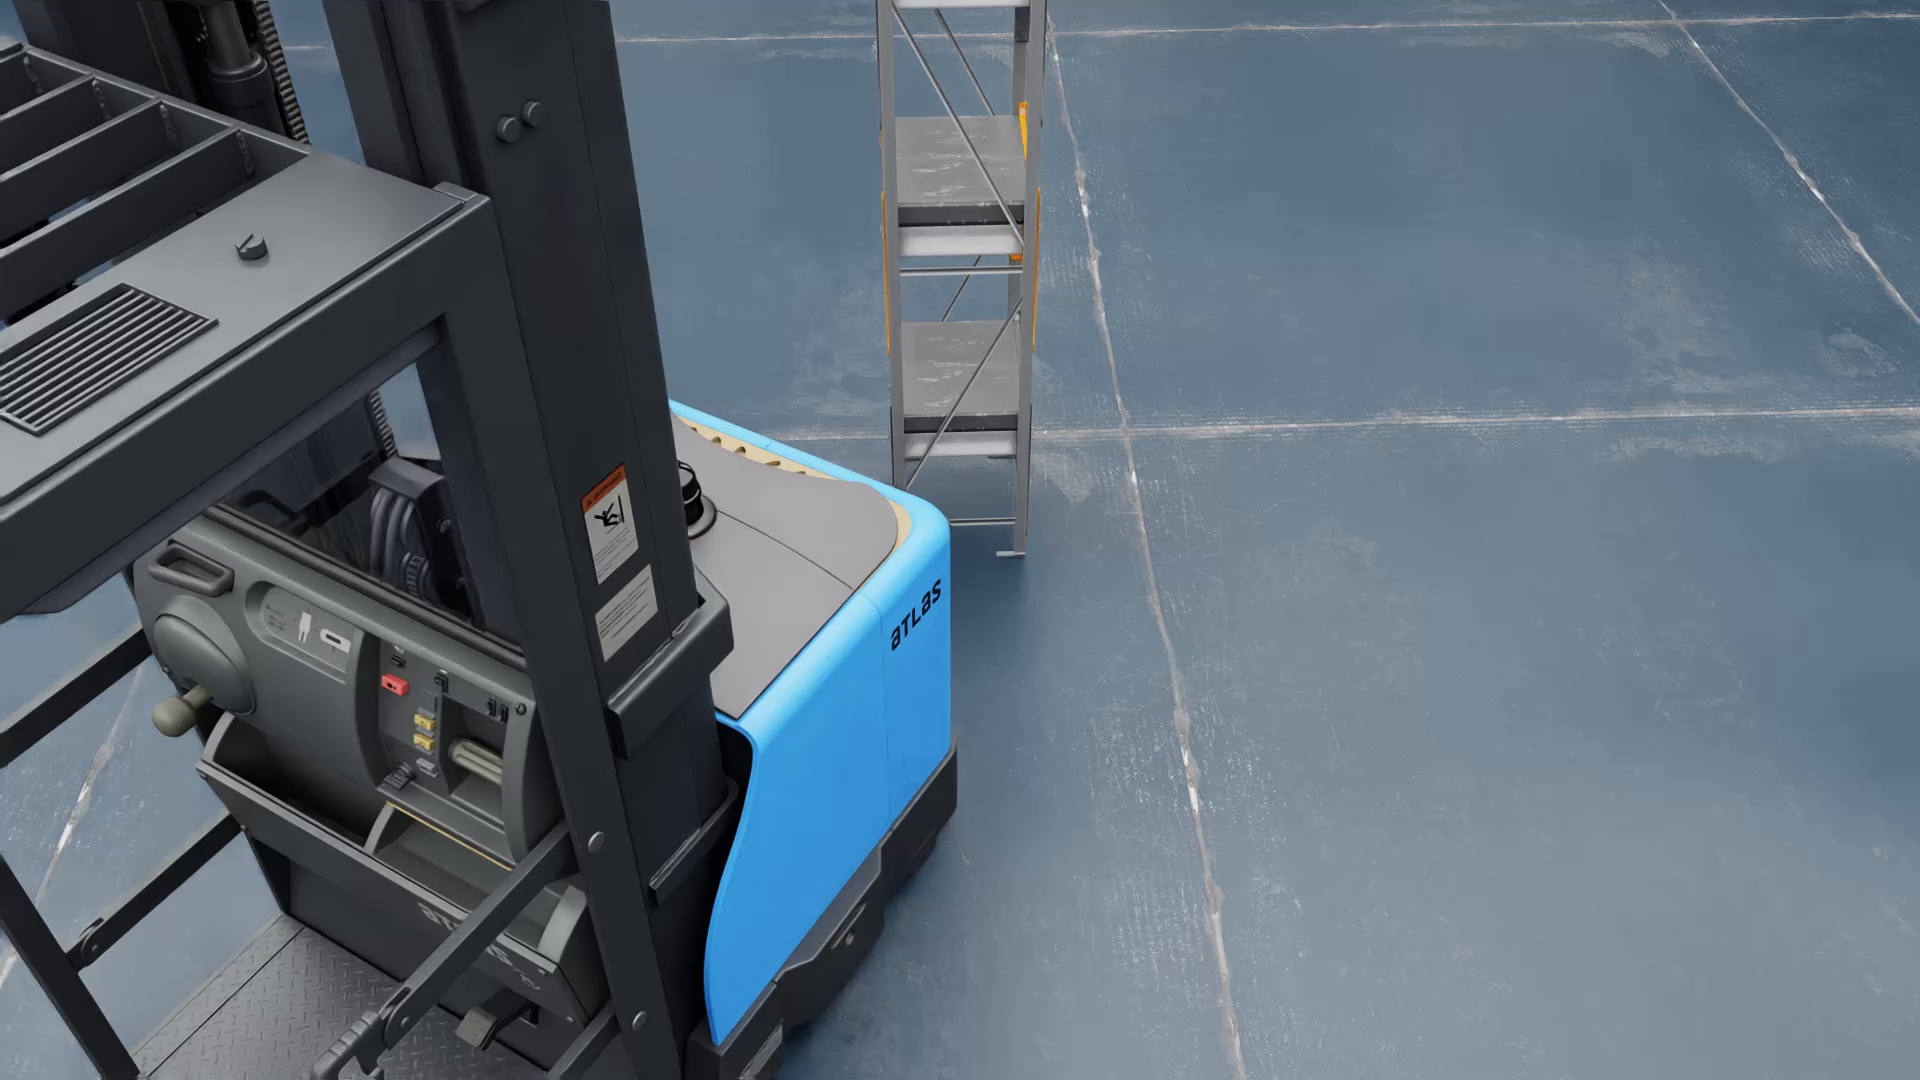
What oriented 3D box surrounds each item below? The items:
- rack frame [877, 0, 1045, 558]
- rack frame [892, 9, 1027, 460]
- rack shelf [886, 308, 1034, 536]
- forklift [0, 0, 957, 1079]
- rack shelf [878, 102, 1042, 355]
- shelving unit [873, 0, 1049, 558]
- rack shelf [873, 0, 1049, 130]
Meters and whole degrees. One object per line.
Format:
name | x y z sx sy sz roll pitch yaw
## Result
rack frame | 0.003 -0.721 4.483 0.400 2.100 0.015 -2 43 -2
rack frame | -0.017 -1.051 4.842 0.400 2.100 0.015 -2 43 -2
rack shelf | -0.007 -0.360 5.145 0.431 0.518 0.480 -2 43 -2
forklift | -1.192 0.331 2.719 1.130 2.935 3.031 22 47 22
rack shelf | -0.007 -0.876 4.672 0.431 0.518 0.480 -2 43 -2
shelving unit | -0.007 -0.886 4.662 0.431 2.100 0.503 -2 43 -2
rack shelf | -0.007 -1.392 4.199 0.431 0.518 0.480 -2 43 -2
